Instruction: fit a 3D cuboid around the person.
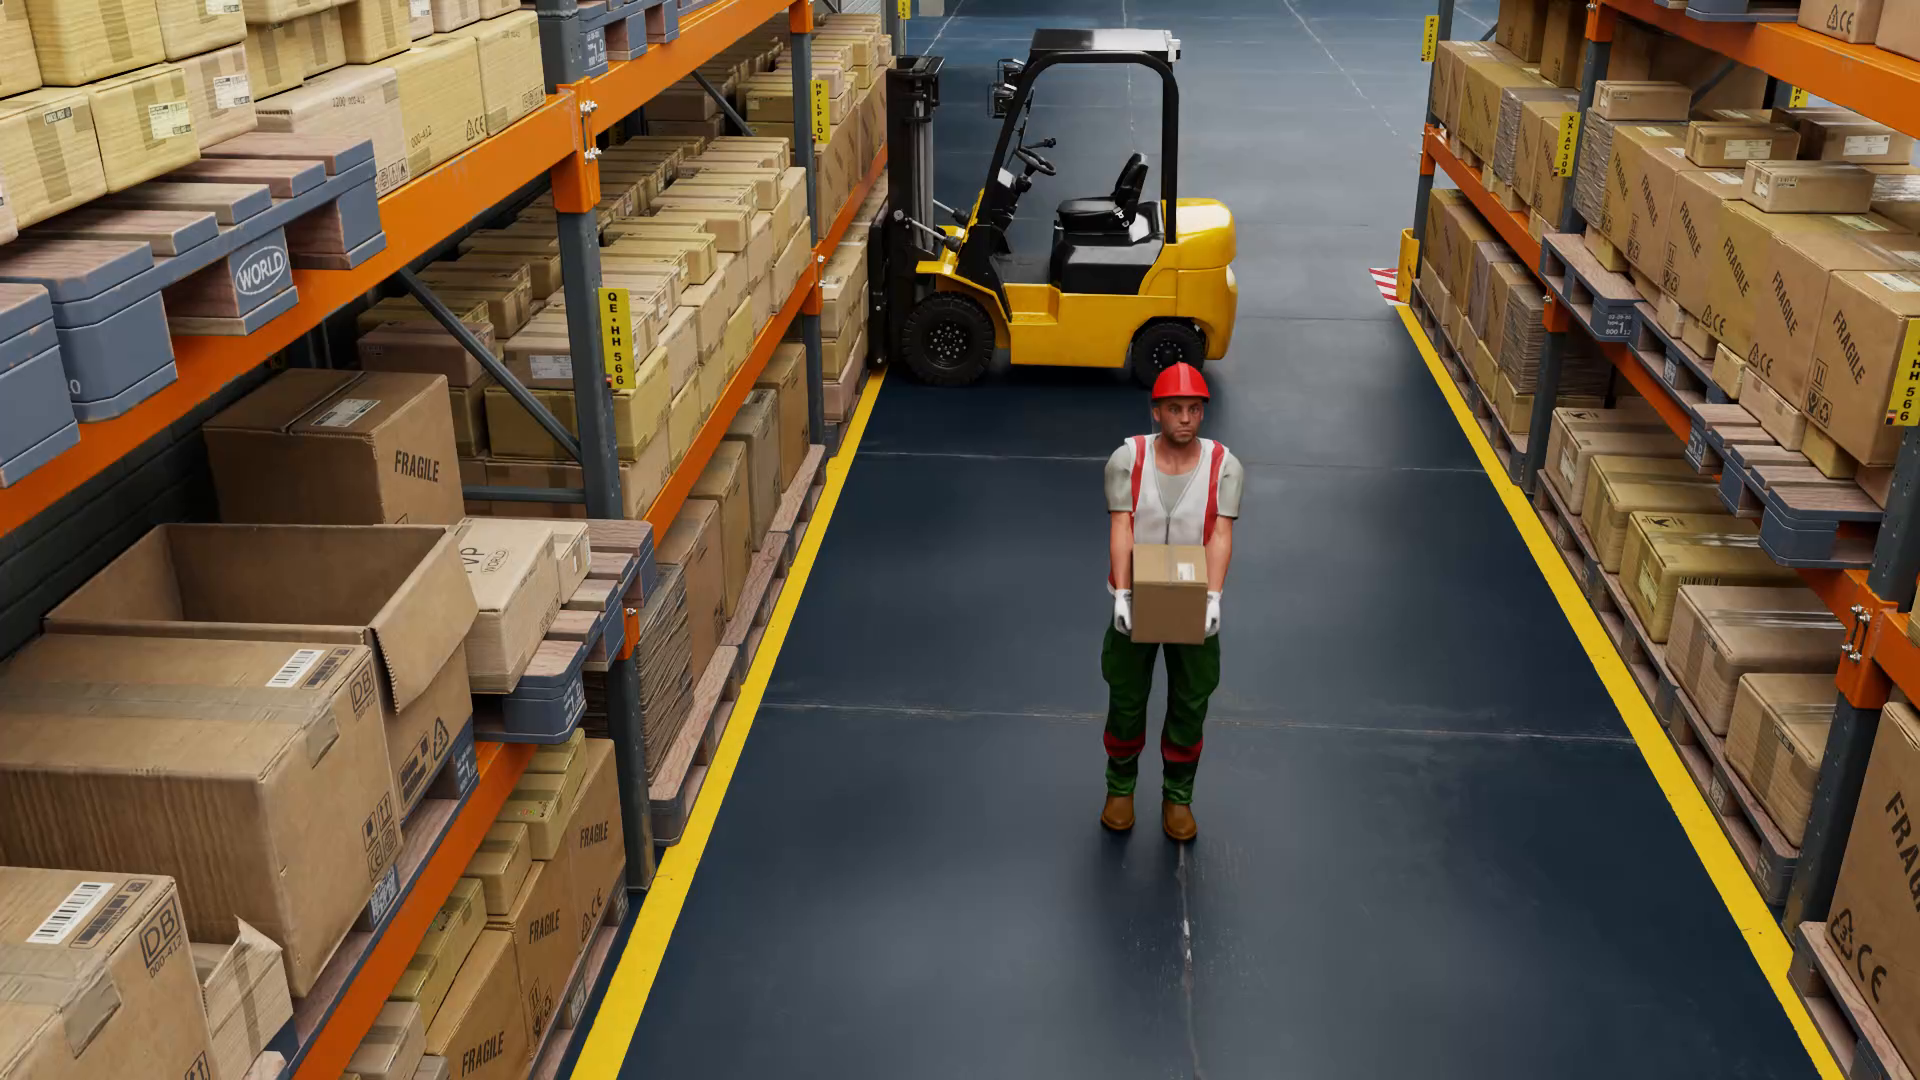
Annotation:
[{"bbox_3d":[0.748,0.270,5.985,0.494,1.782,0.573,2,24,4],"label":"person"}]
